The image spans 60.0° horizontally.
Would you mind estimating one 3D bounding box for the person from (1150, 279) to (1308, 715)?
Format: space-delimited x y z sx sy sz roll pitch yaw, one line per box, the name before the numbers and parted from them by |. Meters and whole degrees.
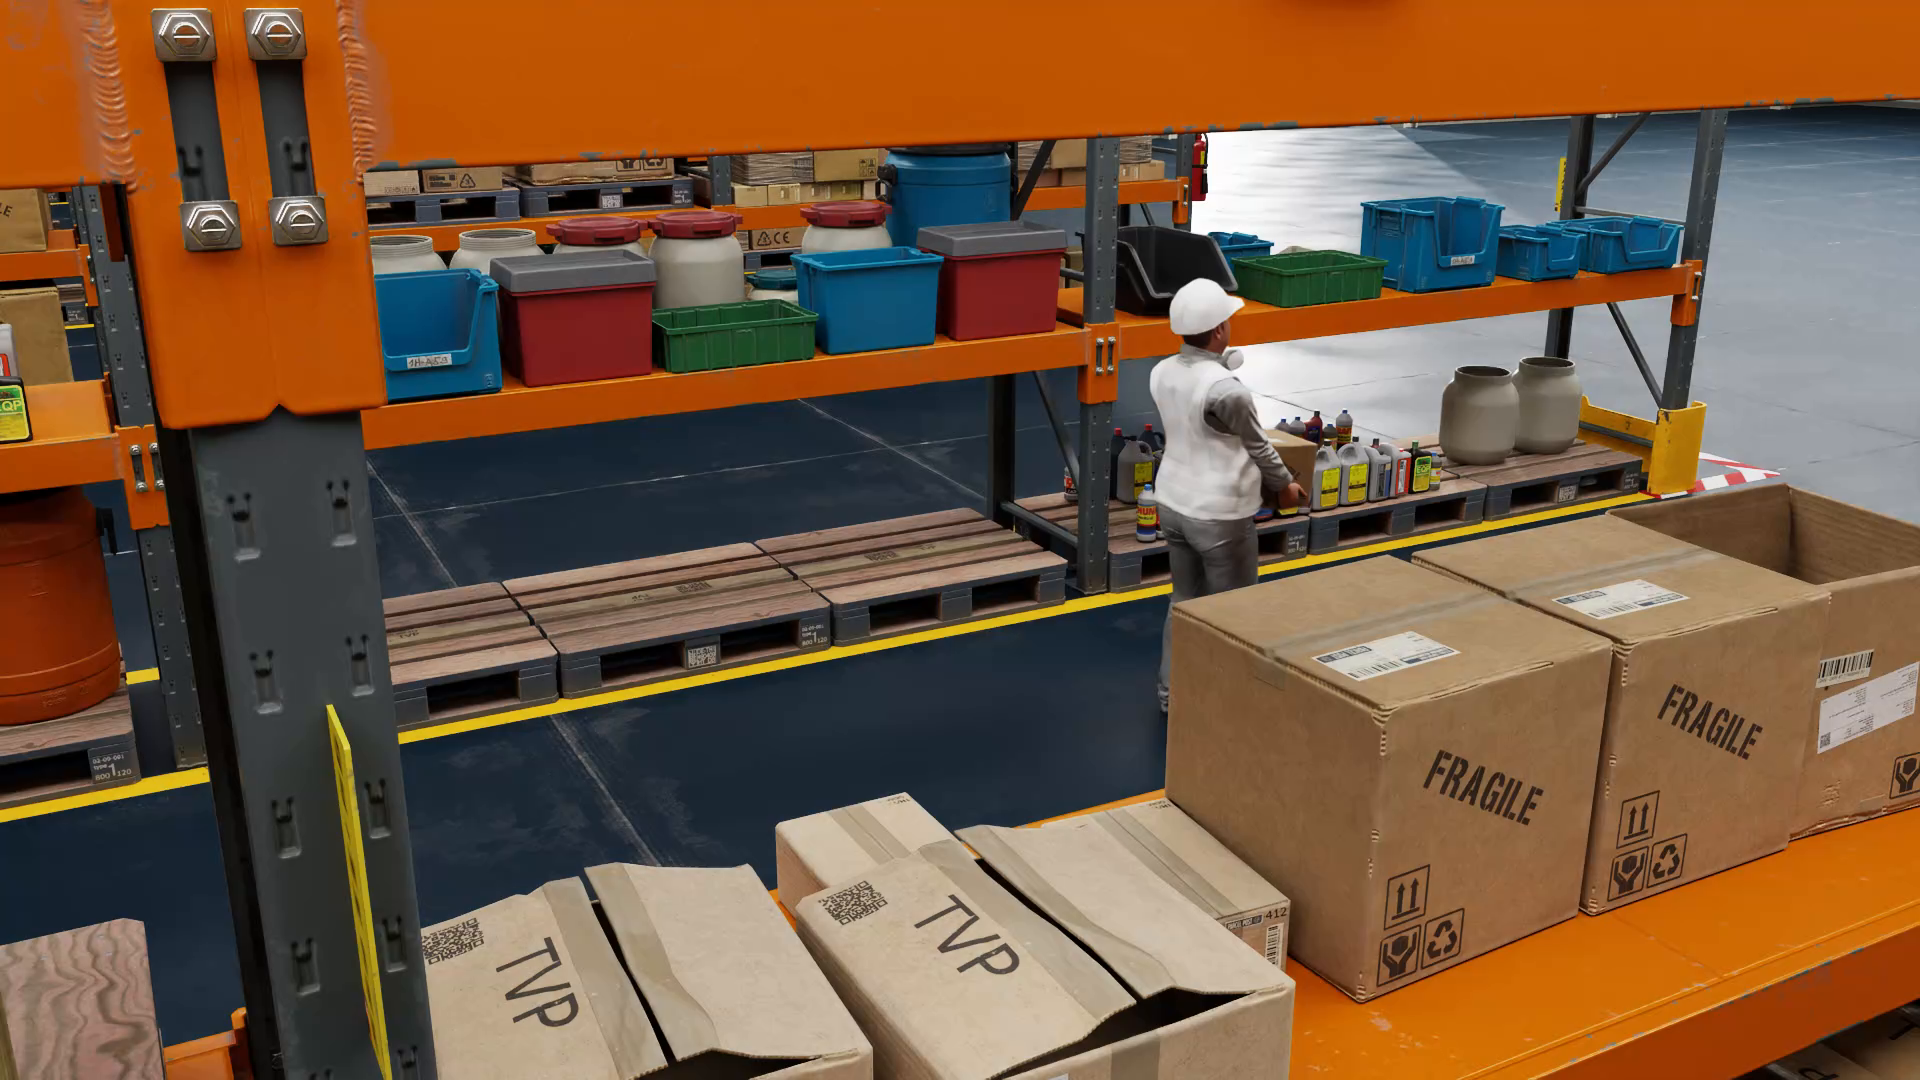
person | 1.027 -0.135 6.429 0.551 1.769 0.499 -10 21 -27
